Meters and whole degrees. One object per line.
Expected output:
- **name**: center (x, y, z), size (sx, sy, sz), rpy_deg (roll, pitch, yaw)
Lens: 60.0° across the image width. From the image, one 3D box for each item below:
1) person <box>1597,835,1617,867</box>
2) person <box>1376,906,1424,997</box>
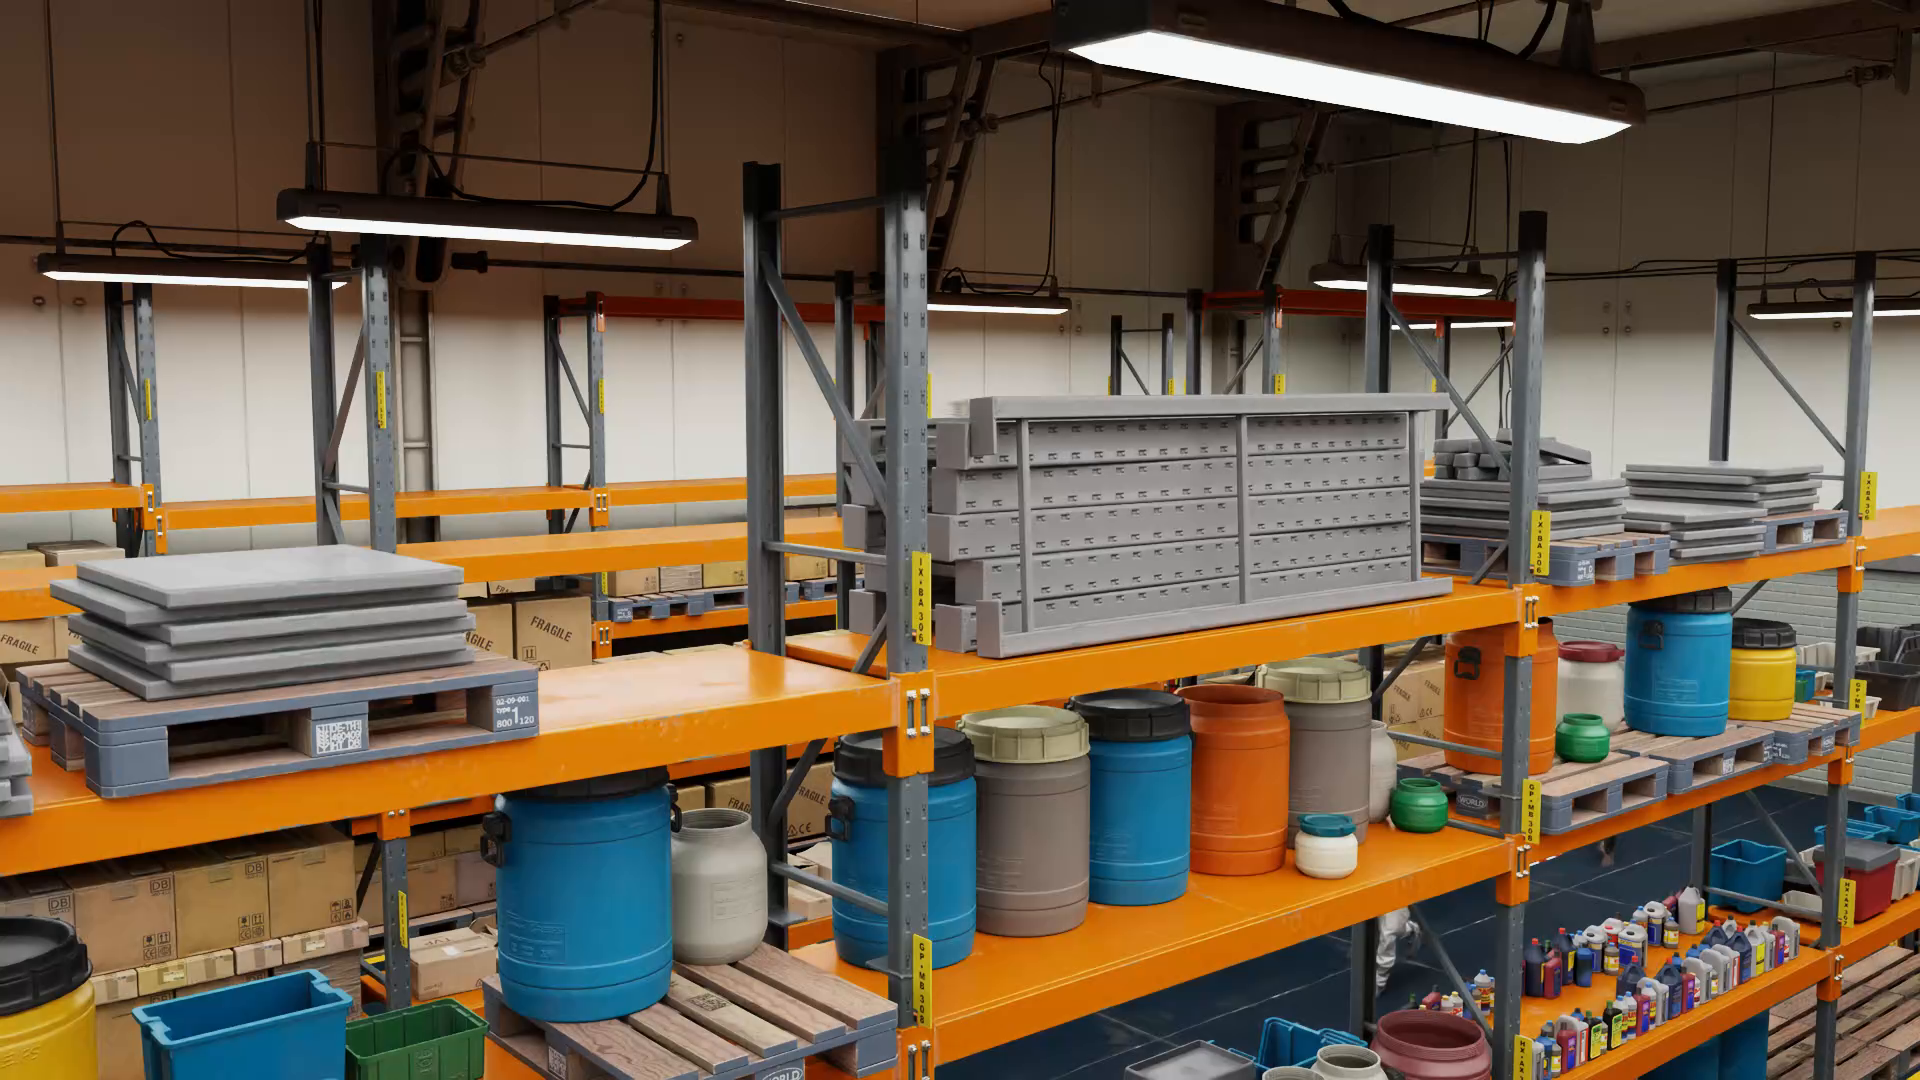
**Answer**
- **person**: center (6.949, 2.700, 17.782), size (0.603, 1.639, 0.904), rpy_deg (3, 6, 25)
- **person**: center (3.721, 2.979, 14.100), size (0.663, 1.726, 0.962), rpy_deg (4, 7, 39)
